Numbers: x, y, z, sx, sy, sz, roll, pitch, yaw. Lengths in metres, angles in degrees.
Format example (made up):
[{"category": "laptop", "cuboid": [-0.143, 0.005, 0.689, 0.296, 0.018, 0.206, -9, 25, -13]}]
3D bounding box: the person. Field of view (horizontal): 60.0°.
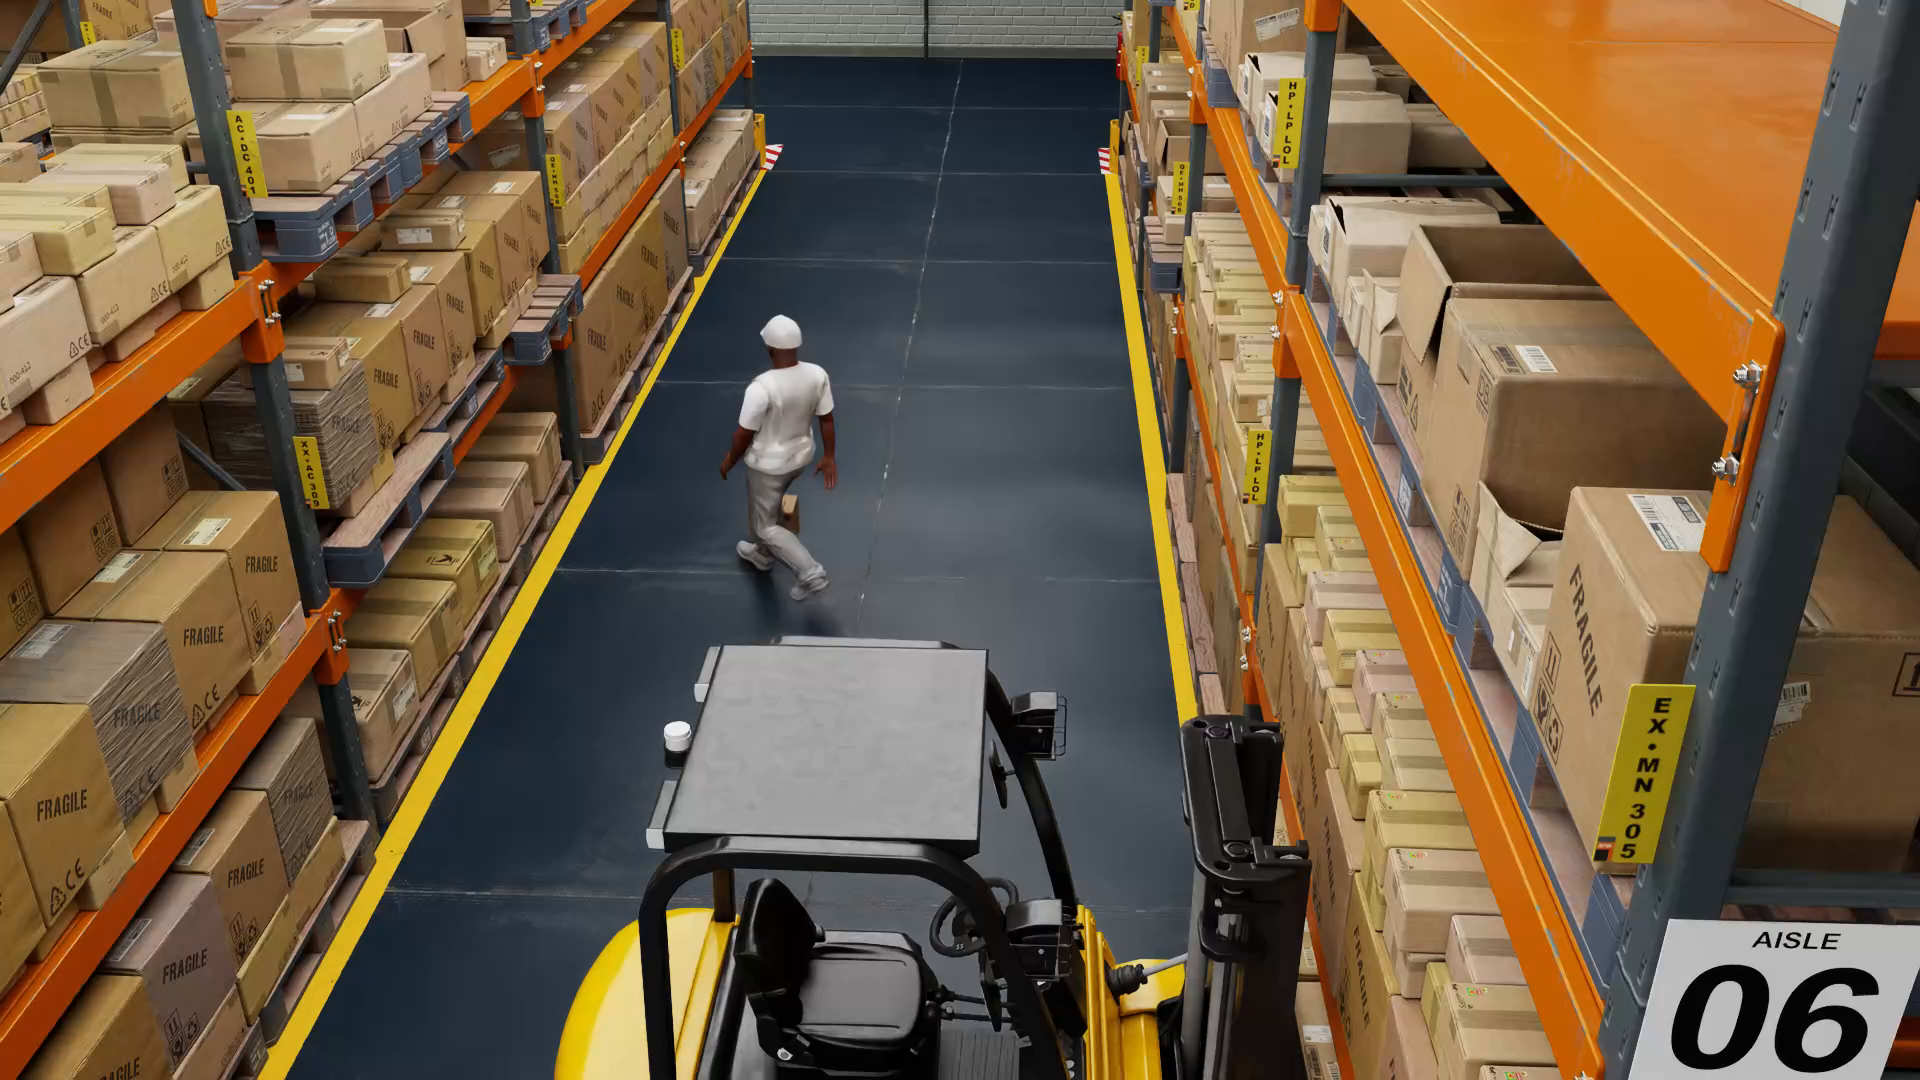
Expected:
[{"category": "person", "cuboid": [-1.058, -0.482, 9.543, 0.993, 1.719, 0.571, 22, 35, 35]}]
